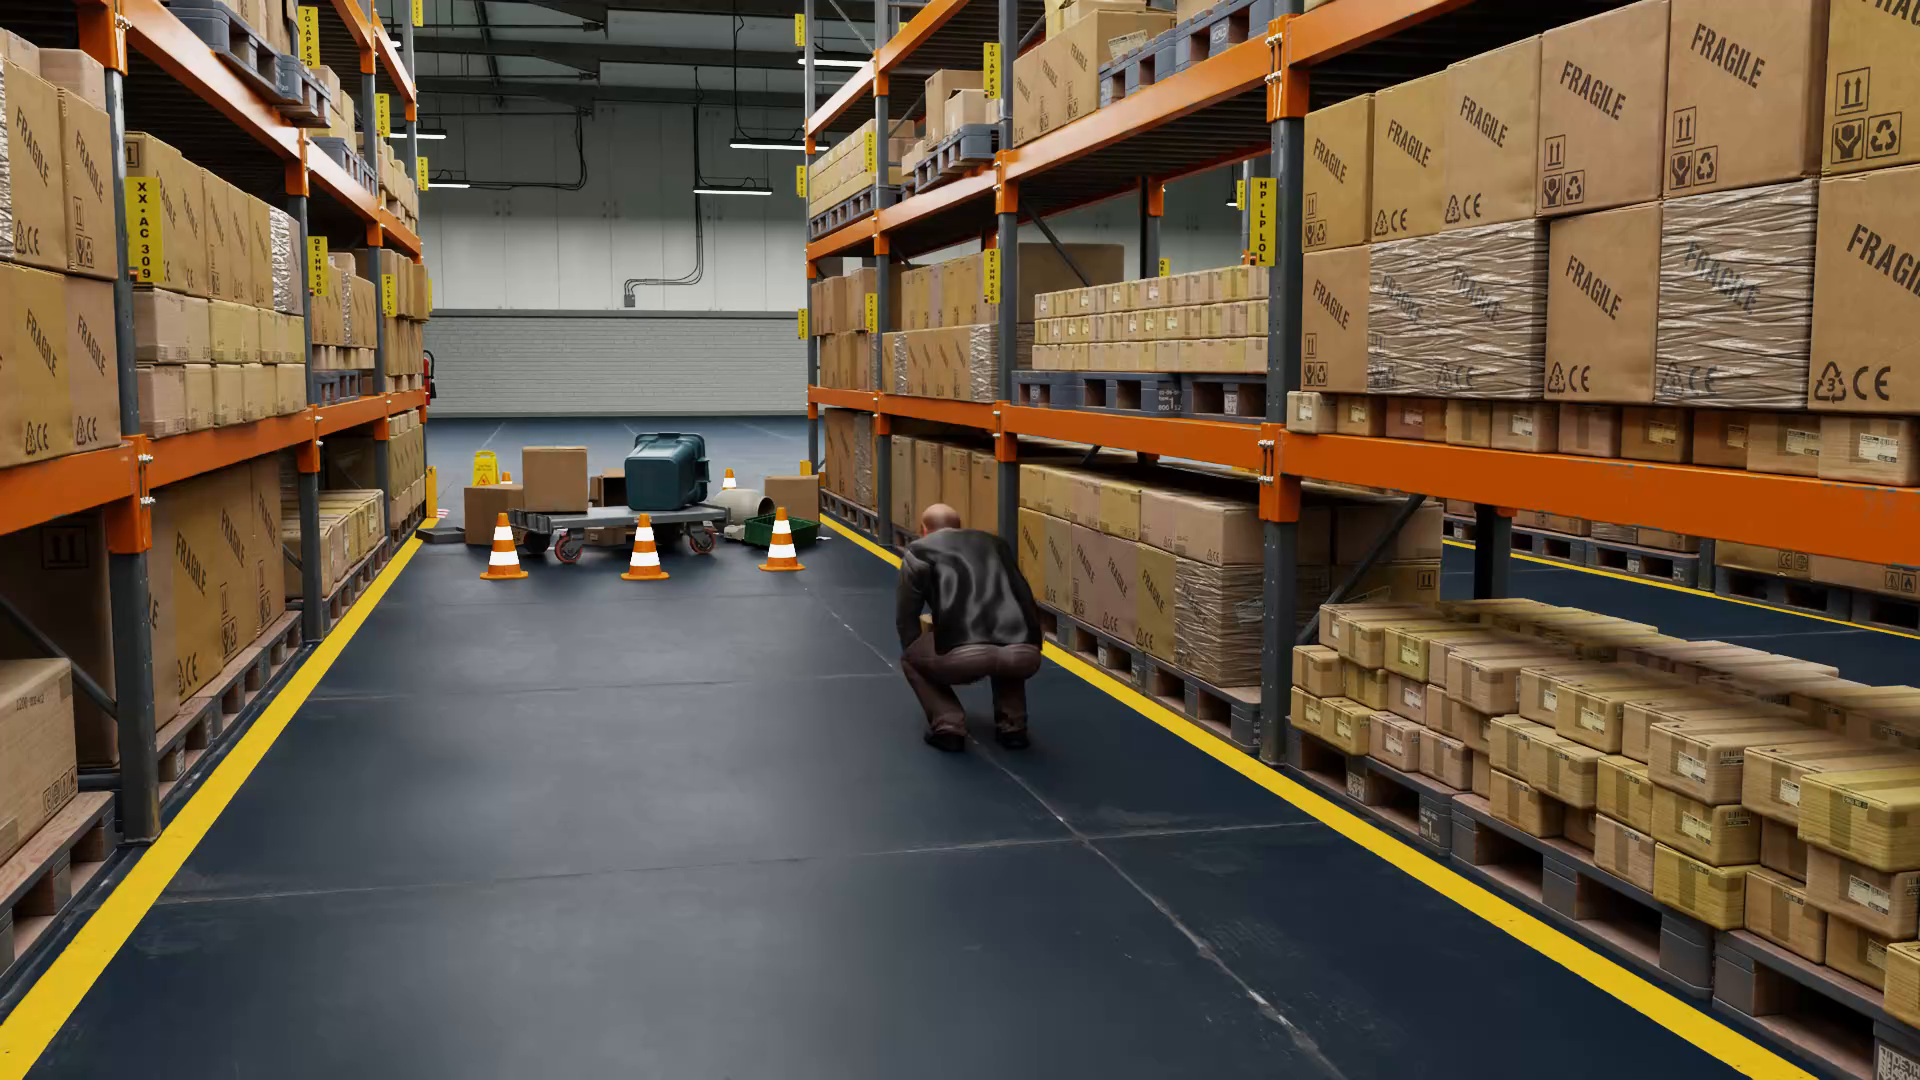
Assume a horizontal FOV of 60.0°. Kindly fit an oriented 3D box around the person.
[{"bbox_3d":[0.027,0.355,6.913,0.540,0.952,0.876,-1,6,-14],"label":"person"}]
